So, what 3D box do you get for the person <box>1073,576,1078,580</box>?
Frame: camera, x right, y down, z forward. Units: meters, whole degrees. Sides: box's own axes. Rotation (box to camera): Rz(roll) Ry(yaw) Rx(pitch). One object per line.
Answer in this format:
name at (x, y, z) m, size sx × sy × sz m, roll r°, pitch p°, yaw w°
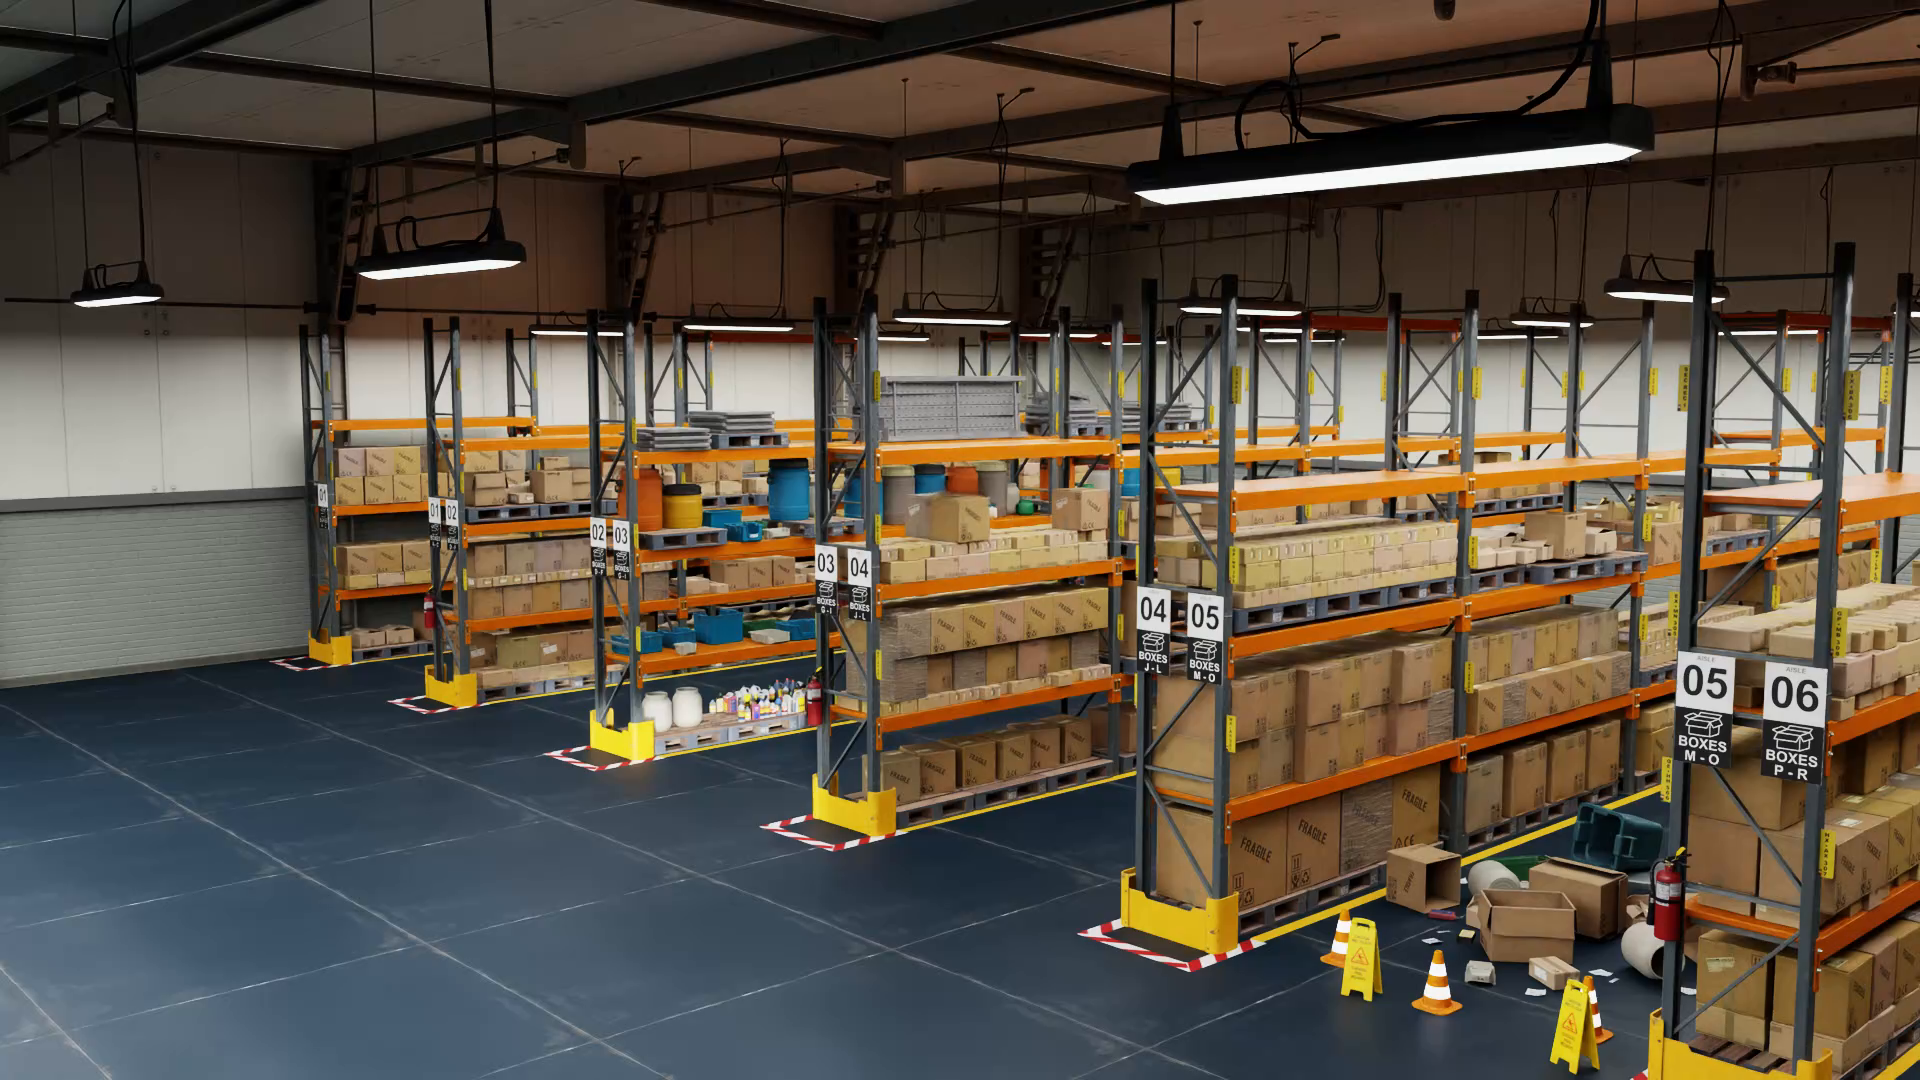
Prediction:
person at (2.806, 0.418, 39.232) m, size 0.413 × 1.566 × 0.438 m, roll 5°, pitch 7°, yaw 38°
